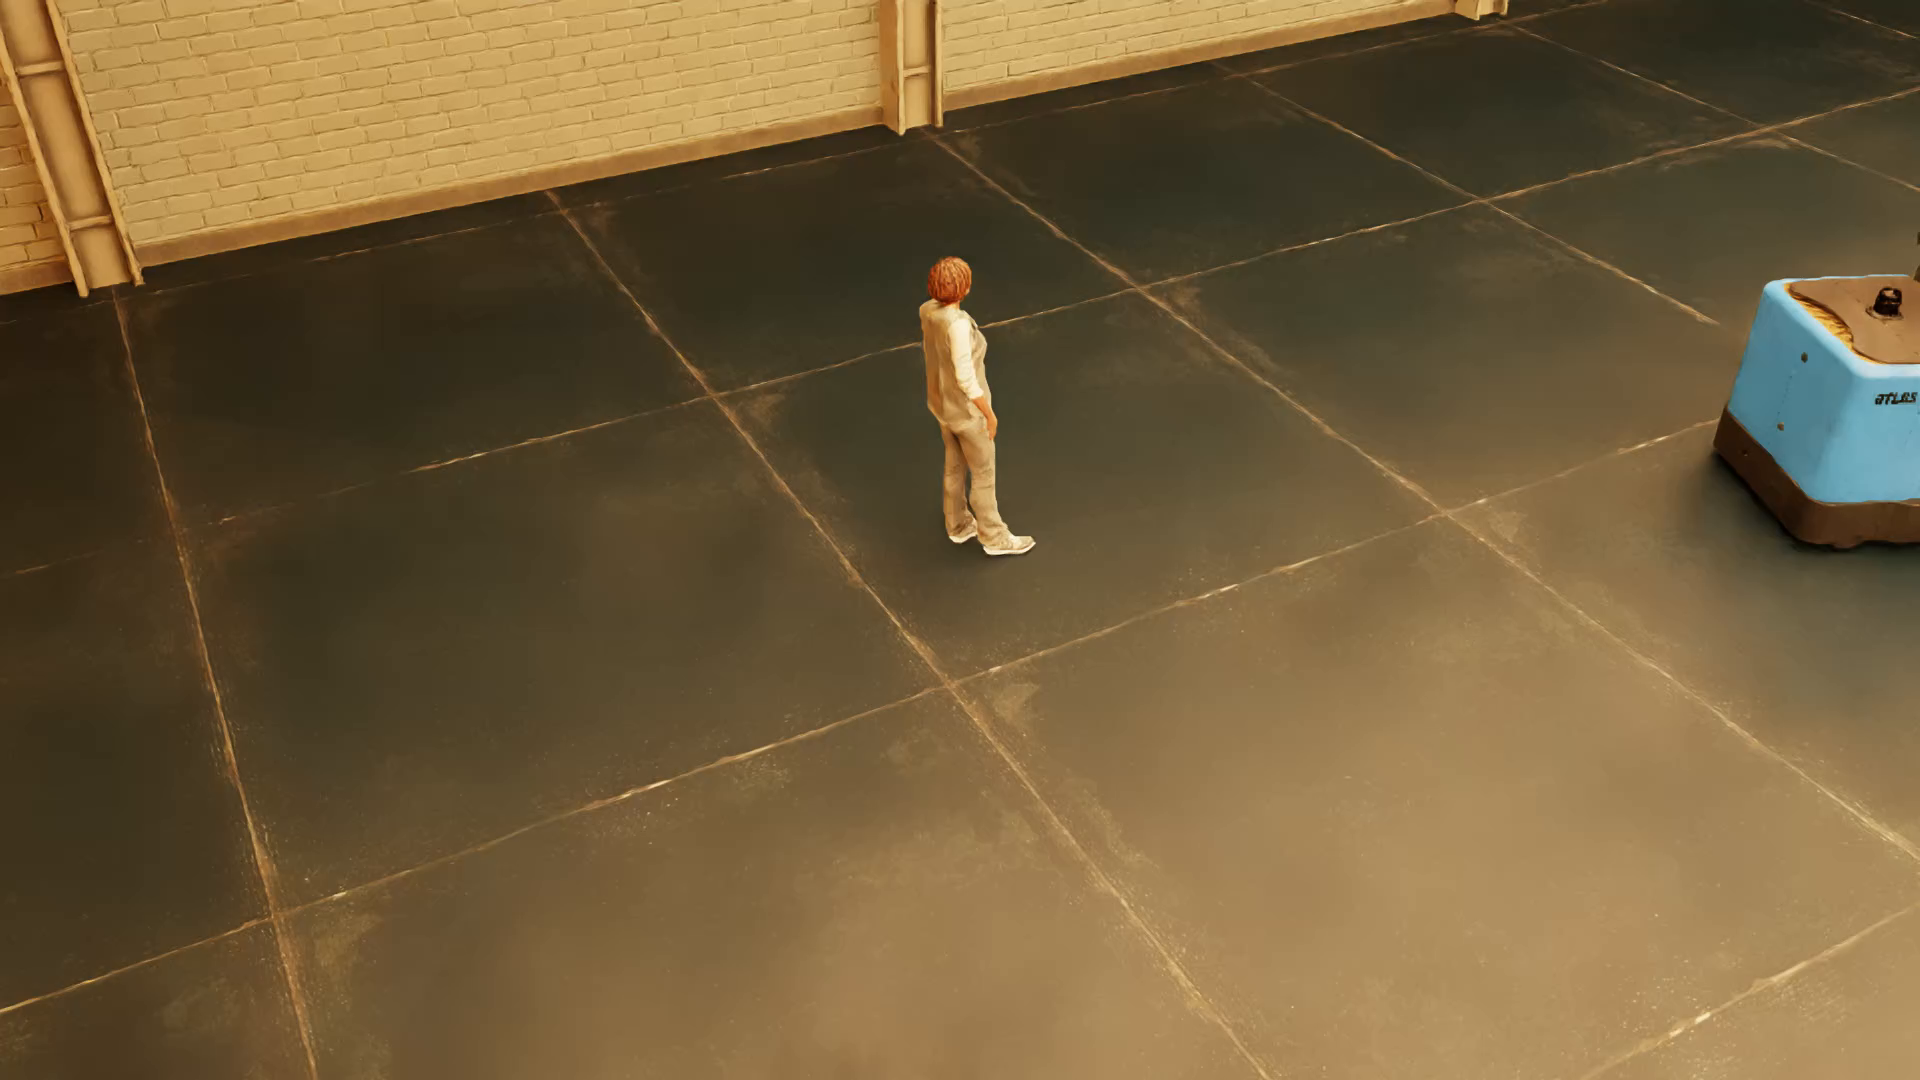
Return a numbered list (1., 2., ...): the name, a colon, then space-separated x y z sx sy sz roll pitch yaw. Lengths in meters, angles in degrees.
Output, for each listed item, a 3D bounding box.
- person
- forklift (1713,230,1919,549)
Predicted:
1. person: 0.072 -0.671 8.216 0.474 1.597 0.521 -17 39 -23
2. forklift: 5.756 -1.500 8.244 3.031 2.935 1.130 -3 35 -5
